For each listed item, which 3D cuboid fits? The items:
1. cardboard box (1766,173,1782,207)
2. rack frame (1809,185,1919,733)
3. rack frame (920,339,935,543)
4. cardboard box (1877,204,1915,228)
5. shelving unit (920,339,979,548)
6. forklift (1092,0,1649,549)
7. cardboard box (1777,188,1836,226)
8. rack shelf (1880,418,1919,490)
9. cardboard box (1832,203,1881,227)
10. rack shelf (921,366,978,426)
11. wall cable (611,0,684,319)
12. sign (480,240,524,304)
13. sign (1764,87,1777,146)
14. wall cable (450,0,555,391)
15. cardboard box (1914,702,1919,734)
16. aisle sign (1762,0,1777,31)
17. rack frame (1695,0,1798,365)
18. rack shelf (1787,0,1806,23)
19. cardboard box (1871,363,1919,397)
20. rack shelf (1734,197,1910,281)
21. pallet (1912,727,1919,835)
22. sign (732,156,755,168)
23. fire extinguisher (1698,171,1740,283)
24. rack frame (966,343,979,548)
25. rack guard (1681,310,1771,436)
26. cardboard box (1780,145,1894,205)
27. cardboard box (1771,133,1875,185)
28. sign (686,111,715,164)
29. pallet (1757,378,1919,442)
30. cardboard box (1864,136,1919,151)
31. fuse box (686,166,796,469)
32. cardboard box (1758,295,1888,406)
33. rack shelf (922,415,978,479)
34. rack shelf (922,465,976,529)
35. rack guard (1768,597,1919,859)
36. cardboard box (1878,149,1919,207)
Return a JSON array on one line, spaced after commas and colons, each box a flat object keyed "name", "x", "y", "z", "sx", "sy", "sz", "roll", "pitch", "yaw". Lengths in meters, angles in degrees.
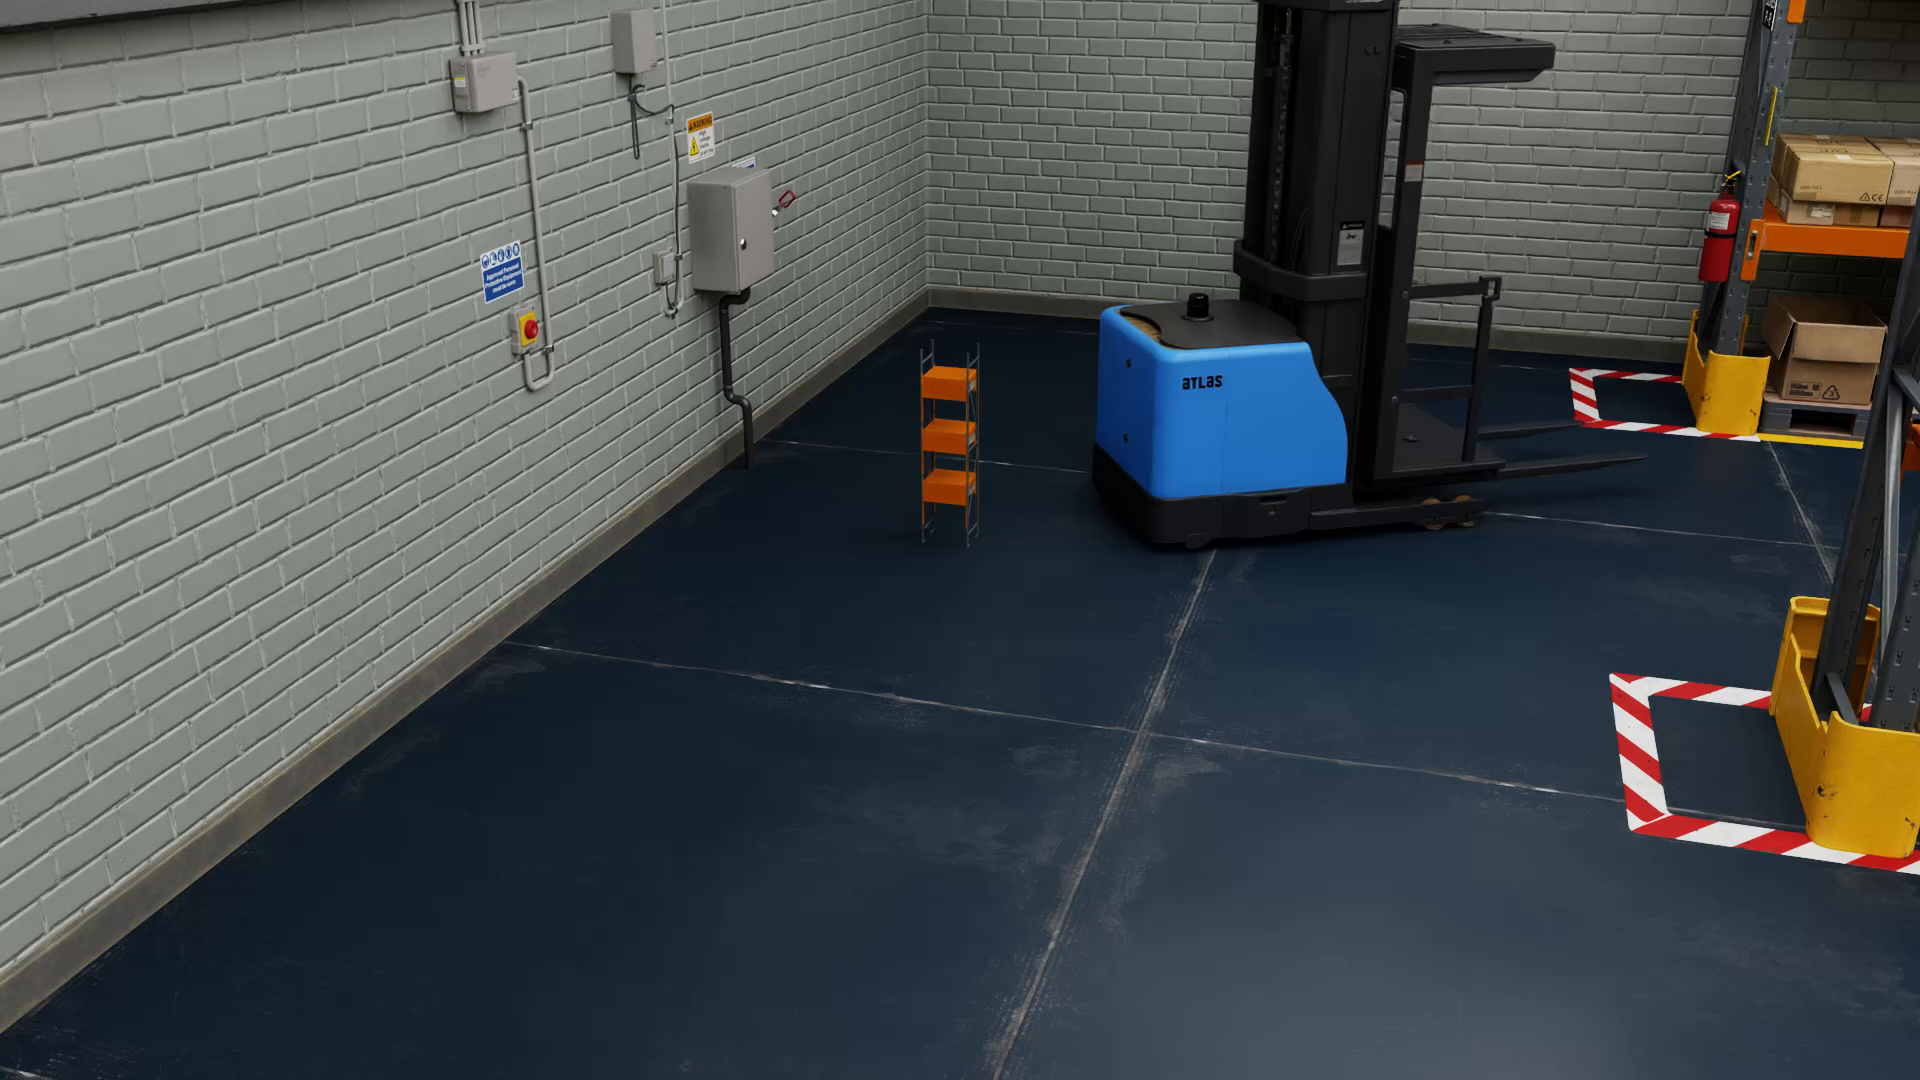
[{"name": "cardboard box", "x": 5.280, "y": -2.212, "z": 10.542, "sx": 0.250, "sy": 0.149, "sz": 0.380, "roll": 6, "pitch": 23, "yaw": 15}, {"name": "rack frame", "x": 3.455, "y": -0.464, "z": 5.948, "sx": 0.127, "sy": 3.000, "sz": 1.000, "roll": 7, "pitch": 23, "yaw": 16}, {"name": "rack frame", "x": -0.168, "y": -0.505, "z": 8.618, "sx": 0.008, "sy": 1.050, "sz": 0.200, "roll": 7, "pitch": 23, "yaw": 16}, {"name": "cardboard box", "x": 5.639, "y": -1.988, "z": 9.996, "sx": 0.250, "sy": 0.149, "sz": 0.380, "roll": 6, "pitch": 23, "yaw": 15}, {"name": "shelving unit", "x": -0.051, "y": -0.492, "z": 8.585, "sx": 0.252, "sy": 1.050, "sz": 0.215, "roll": 7, "pitch": 23, "yaw": 16}, {"name": "forklift", "x": 2.320, "y": -1.597, "z": 8.802, "sx": 3.031, "sy": 2.935, "sz": 1.130, "roll": -6, "pitch": 23, "yaw": -13}, {"name": "cardboard box", "x": 5.120, "y": -2.016, "z": 10.062, "sx": 0.250, "sy": 0.149, "sz": 0.380, "roll": 6, "pitch": 23, "yaw": 15}, {"name": "rack shelf", "x": 5.369, "y": 0.088, "z": 5.550, "sx": 4.000, "sy": 0.370, "sz": 1.077, "roll": 7, "pitch": 23, "yaw": 16}, {"name": "cardboard box", "x": 5.377, "y": -2.004, "z": 10.035, "sx": 0.250, "sy": 0.149, "sz": 0.380, "roll": 7, "pitch": 23, "yaw": 17}, {"name": "rack shelf", "x": -0.051, "y": -0.744, "z": 8.481, "sx": 0.240, "sy": 0.259, "sz": 0.215, "roll": 7, "pitch": 23, "yaw": 16}, {"name": "wall cable", "x": -1.552, "y": -2.060, "z": 8.500, "sx": 0.122, "sy": 1.984, "sz": 0.588, "roll": 7, "pitch": 23, "yaw": 16}, {"name": "sign", "x": -2.023, "y": -1.187, "z": 7.356, "sx": 0.001, "sy": 0.218, "sz": 0.327, "roll": 7, "pitch": 23, "yaw": 16}, {"name": "sign", "x": 4.728, "y": -2.471, "z": 9.700, "sx": 0.005, "sy": 0.325, "sz": 0.100, "roll": 7, "pitch": 23, "yaw": 16}, {"name": "wall cable", "x": -1.950, "y": -1.558, "z": 7.235, "sx": 0.123, "sy": 1.953, "sz": 0.585, "roll": 7, "pitch": 23, "yaw": 16}, {"name": "cardboard box", "x": 4.115, "y": 0.564, "z": 6.266, "sx": 0.875, "sy": 0.438, "sz": 0.875, "roll": 6, "pitch": 23, "yaw": 14}, {"name": "aisle sign", "x": 4.735, "y": -3.371, "z": 9.610, "sx": 0.004, "sy": 0.787, "sz": 0.394, "roll": 7, "pitch": 23, "yaw": 16}, {"name": "rack frame", "x": 4.885, "y": -2.267, "z": 10.345, "sx": 0.127, "sy": 3.000, "sz": 1.000, "roll": 7, "pitch": 23, "yaw": 16}, {"name": "rack shelf", "x": 6.800, "y": -3.103, "z": 9.378, "sx": 4.000, "sy": 0.370, "sz": 1.077, "roll": 7, "pitch": 23, "yaw": 16}, {"name": "cardboard box", "x": 5.839, "y": -0.981, "z": 10.411, "sx": 0.250, "sy": 0.149, "sz": 0.380, "roll": 6, "pitch": 23, "yaw": 13}, {"name": "rack shelf", "x": 6.800, "y": -1.715, "z": 9.947, "sx": 4.000, "sy": 0.370, "sz": 1.077, "roll": 7, "pitch": 23, "yaw": 16}, {"name": "pallet", "x": 4.243, "y": 0.886, "z": 6.333, "sx": 1.213, "sy": 0.211, "sz": 1.003, "roll": 7, "pitch": 23, "yaw": 16}, {"name": "sign", "x": -1.260, "y": -1.979, "z": 9.766, "sx": 0.001, "sy": 0.494, "sz": 0.329, "roll": 7, "pitch": 23, "yaw": 16}, {"name": "fire extinguisher", "x": 4.611, "y": -1.907, "z": 10.061, "sx": 0.183, "sy": 0.674, "sz": 0.296, "roll": 7, "pitch": 23, "yaw": 16}, {"name": "rack frame", "x": 0.066, "y": -0.478, "z": 8.552, "sx": 0.008, "sy": 1.050, "sz": 0.200, "roll": 7, "pitch": 23, "yaw": 16}, {"name": "rack guard", "x": 4.958, "y": -1.103, "z": 10.799, "sx": 0.348, "sy": 0.500, "sz": 1.175, "roll": 7, "pitch": 23, "yaw": 16}, {"name": "cardboard box", "x": 5.241, "y": -2.188, "z": 9.957, "sx": 0.500, "sy": 0.250, "sz": 0.500, "roll": 7, "pitch": 23, "yaw": 16}, {"name": "cardboard box", "x": 5.402, "y": -2.382, "z": 10.429, "sx": 0.500, "sy": 0.250, "sz": 0.500, "roll": 7, "pitch": 23, "yaw": 17}, {"name": "sign", "x": -1.418, "y": -2.205, "z": 9.105, "sx": 0.001, "sy": 0.242, "sz": 0.339, "roll": 7, "pitch": 23, "yaw": 16}, {"name": "pallet", "x": 5.721, "y": -0.882, "z": 10.642, "sx": 1.213, "sy": 0.211, "sz": 1.003, "roll": 7, "pitch": 23, "yaw": 16}, {"name": "cardboard box", "x": 5.895, "y": -2.325, "z": 10.291, "sx": 0.500, "sy": 0.250, "sz": 0.500, "roll": 7, "pitch": 23, "yaw": 16}, {"name": "fuse box", "x": -1.204, "y": -1.224, "z": 9.500, "sx": 0.414, "sy": 1.711, "sz": 0.539, "roll": 7, "pitch": 23, "yaw": 16}, {"name": "cardboard box", "x": 5.443, "y": -1.205, "z": 10.492, "sx": 0.637, "sy": 0.503, "sz": 0.797, "roll": 6, "pitch": 23, "yaw": 13}, {"name": "rack shelf", "x": -0.051, "y": -0.482, "z": 8.589, "sx": 0.240, "sy": 0.259, "sz": 0.215, "roll": 7, "pitch": 23, "yaw": 16}, {"name": "rack shelf", "x": -0.051, "y": -0.225, "z": 8.695, "sx": 0.240, "sy": 0.259, "sz": 0.215, "roll": 7, "pitch": 23, "yaw": 16}, {"name": "rack guard", "x": 3.432, "y": 0.690, "z": 6.429, "sx": 0.348, "sy": 0.500, "sz": 1.175, "roll": 7, "pitch": 23, "yaw": 16}, {"name": "cardboard box", "x": 5.724, "y": -2.133, "z": 9.823, "sx": 0.500, "sy": 0.250, "sz": 0.500, "roll": 7, "pitch": 23, "yaw": 16}]
